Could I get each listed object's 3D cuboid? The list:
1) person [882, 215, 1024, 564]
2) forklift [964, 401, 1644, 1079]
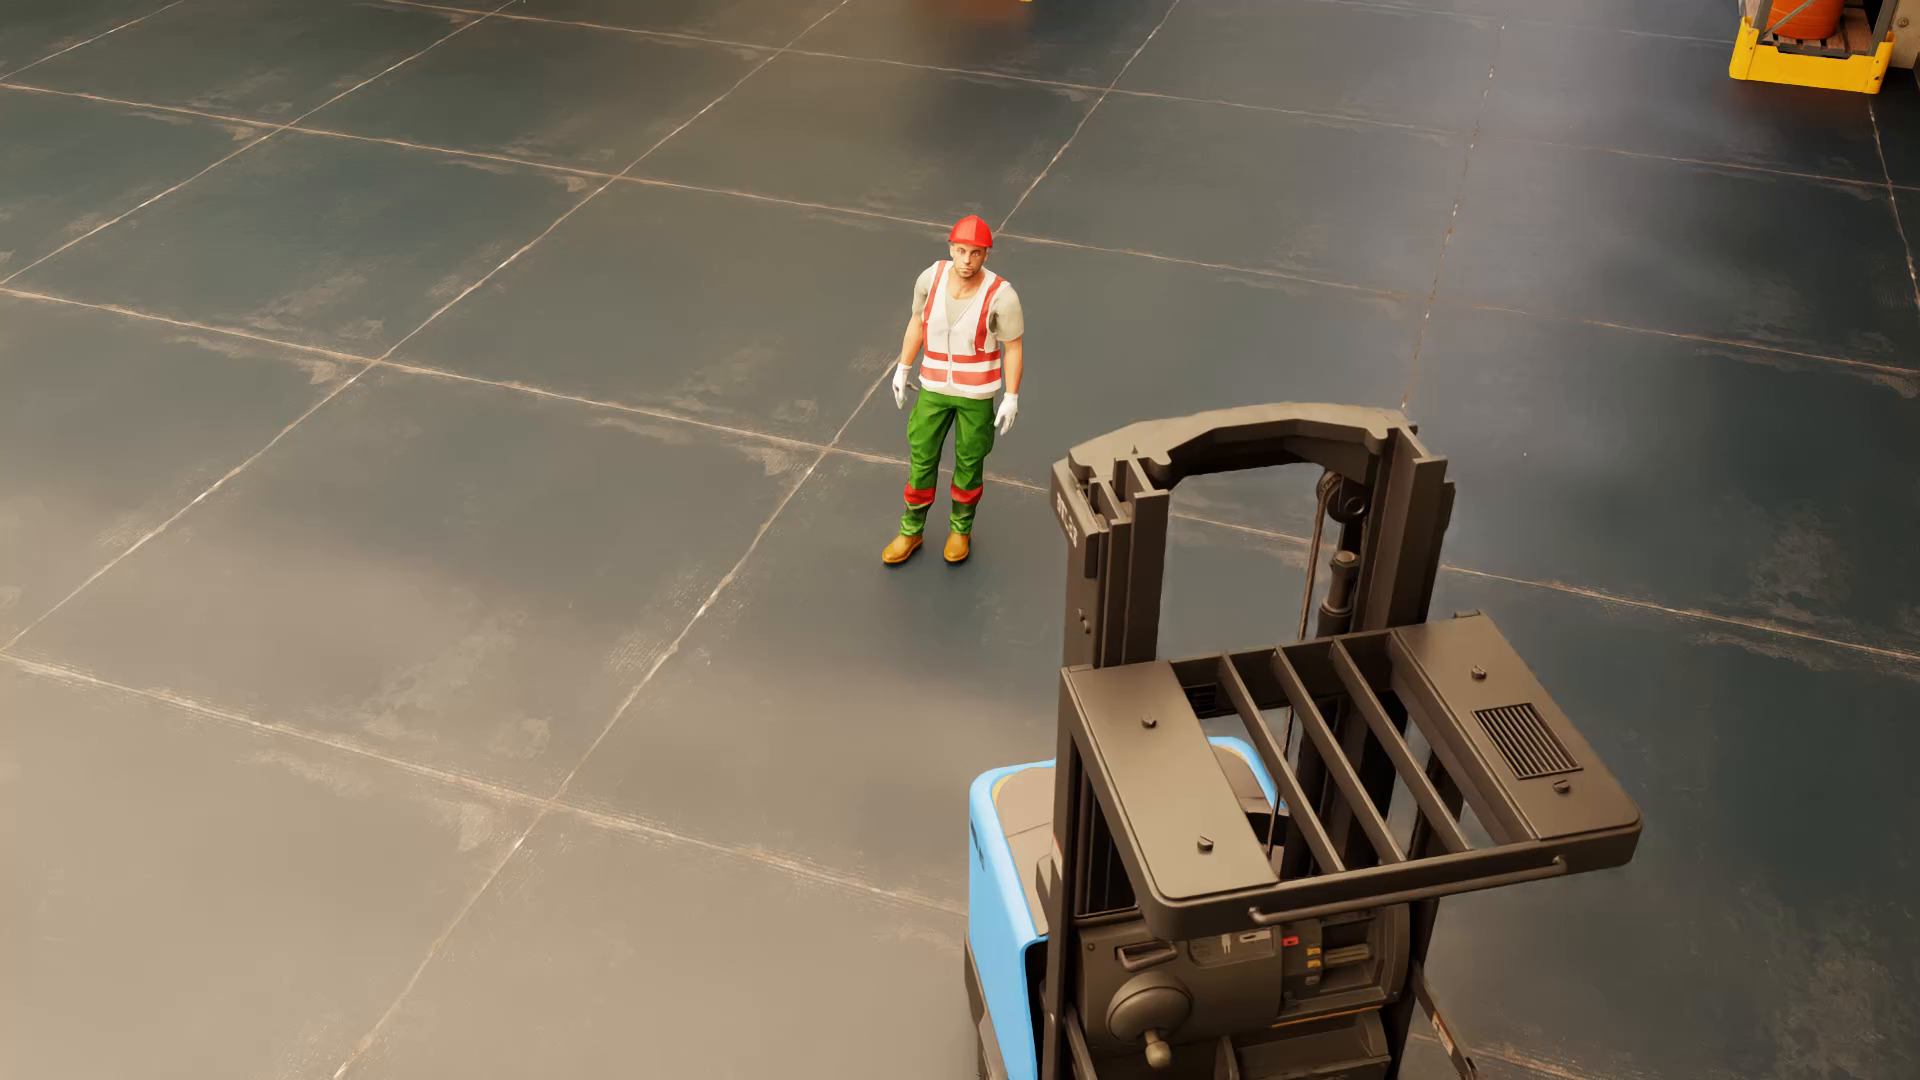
[{"bbox_3d":[-0.039,-0.695,8.065,0.637,1.787,0.564,12,37,16],"label":"person"},{"bbox_3d":[0.830,1.244,4.356,1.130,2.935,3.031,-7,36,-10],"label":"forklift"}]
